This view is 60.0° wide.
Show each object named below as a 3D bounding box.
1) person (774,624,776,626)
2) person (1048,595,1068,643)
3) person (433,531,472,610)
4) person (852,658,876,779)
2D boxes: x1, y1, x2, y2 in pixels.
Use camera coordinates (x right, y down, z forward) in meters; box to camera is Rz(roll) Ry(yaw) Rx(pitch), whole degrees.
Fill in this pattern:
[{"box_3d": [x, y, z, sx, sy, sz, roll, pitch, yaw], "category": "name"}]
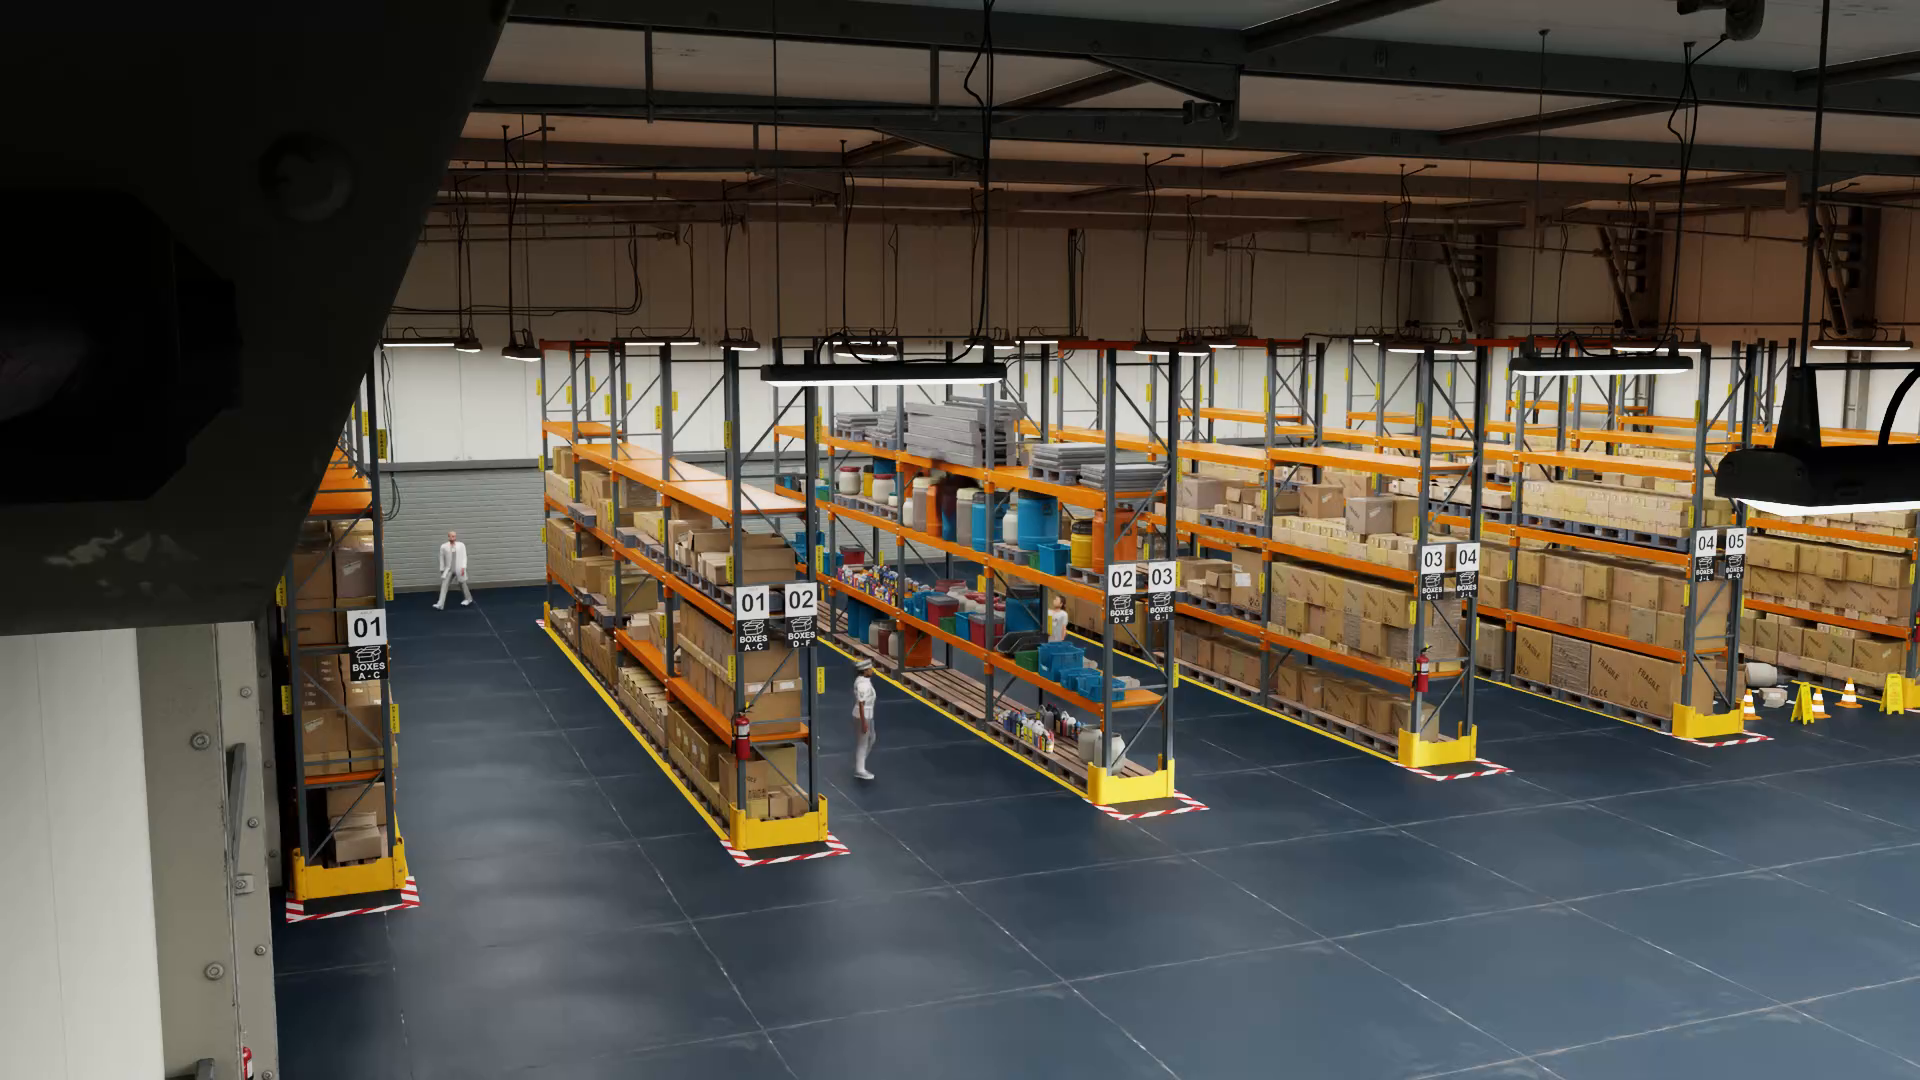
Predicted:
[{"box_3d": [-3.758, 1.311, 32.603, 0.598, 1.682, 0.719, -2, 8, -16], "category": "person"}, {"box_3d": [1.619, 1.784, 28.738, 0.508, 1.666, 0.433, 3, 8, 20], "category": "person"}, {"box_3d": [-11.293, 0.665, 37.000, 0.623, 1.723, 1.110, 0, 7, 0], "category": "person"}, {"box_3d": [-1.337, 2.511, 23.225, 0.344, 1.724, 0.538, 0, 7, -2], "category": "person"}]
